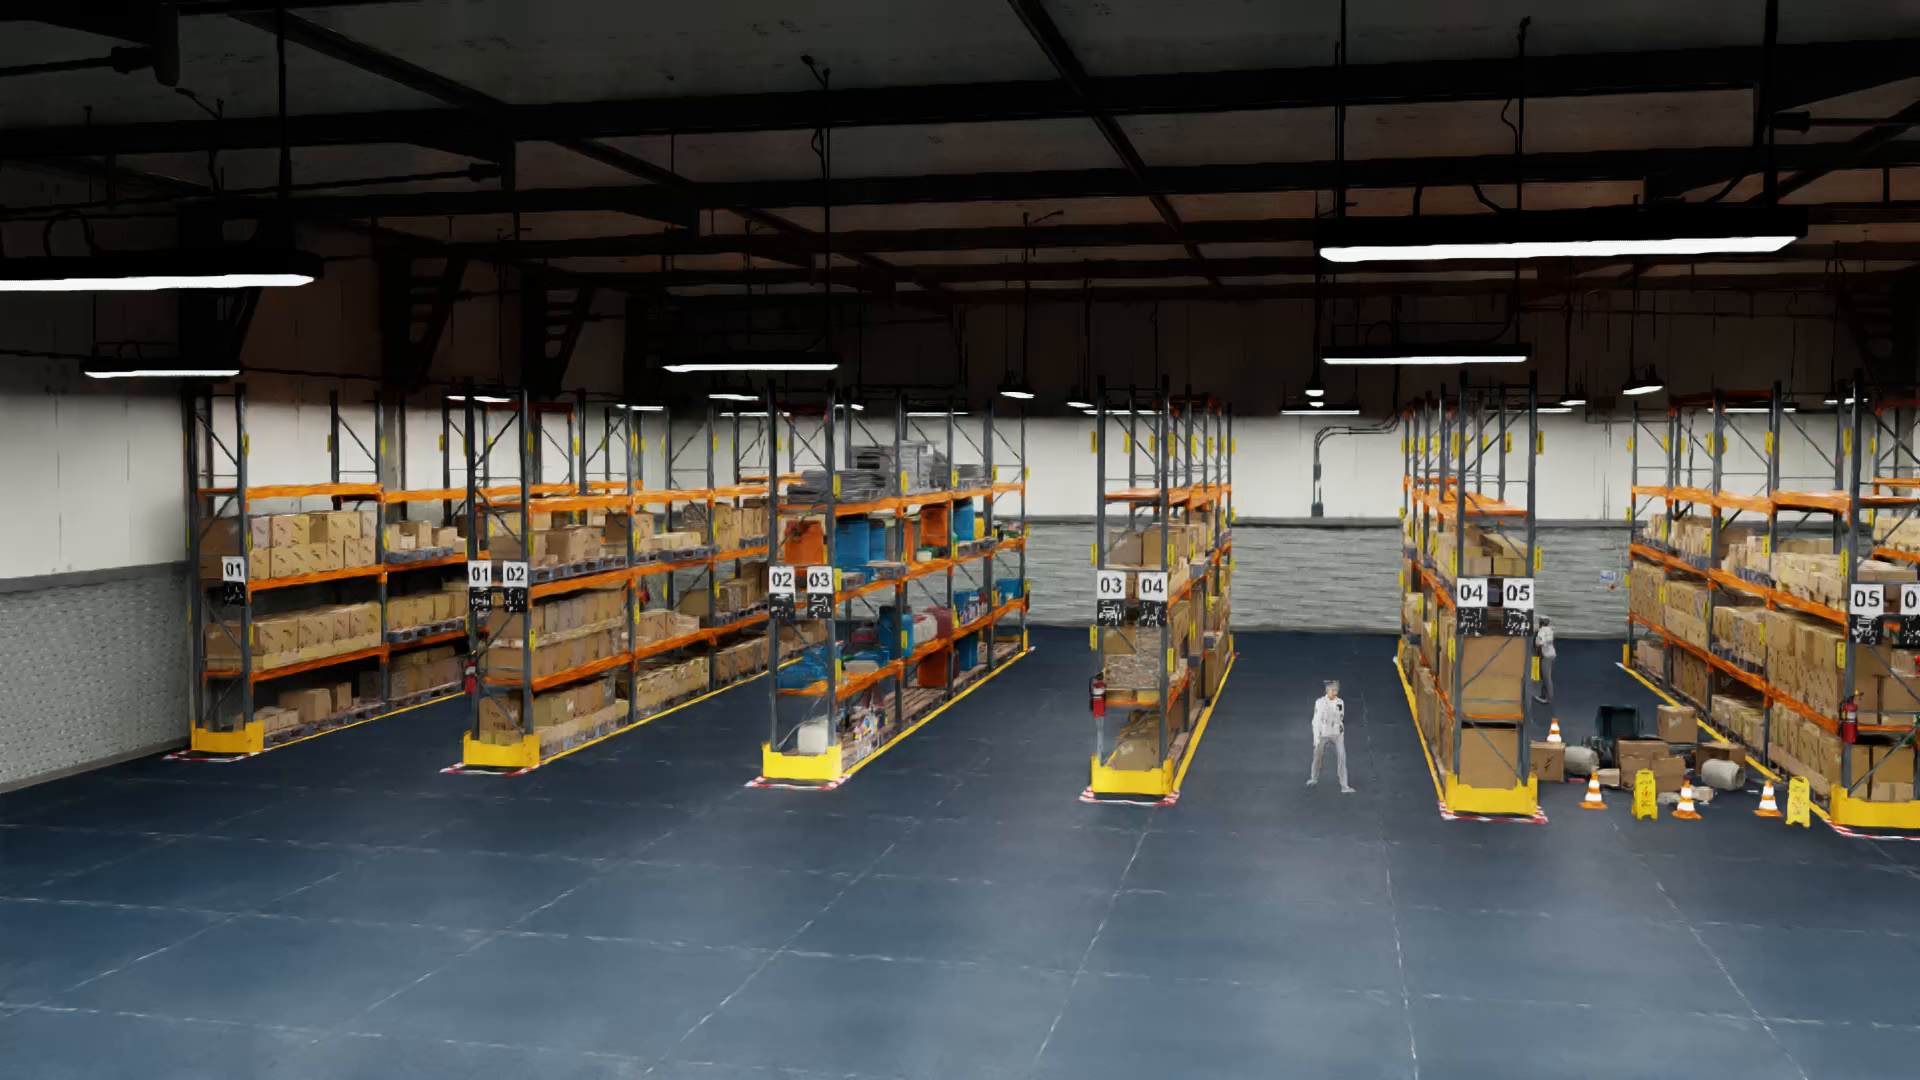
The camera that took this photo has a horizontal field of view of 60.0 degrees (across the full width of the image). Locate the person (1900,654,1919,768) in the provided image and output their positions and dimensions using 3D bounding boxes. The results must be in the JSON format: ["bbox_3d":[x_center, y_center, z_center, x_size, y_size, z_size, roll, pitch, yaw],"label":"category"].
[{"bbox_3d":[14.766,2.643,25.595,0.448,1.785,0.555,3,5,44],"label":"person"}]

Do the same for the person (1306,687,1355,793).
[{"bbox_3d":[5.343,2.824,24.052,0.529,1.602,0.929,-1,3,-9],"label":"person"}]

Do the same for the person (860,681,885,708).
[{"bbox_3d":[-1.576,2.341,29.842,0.460,1.358,0.477,0,3,3],"label":"person"}]

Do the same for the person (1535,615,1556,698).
[{"bbox_3d":[11.432,2.267,32.406,0.400,1.602,0.454,3,4,43],"label":"person"}]
